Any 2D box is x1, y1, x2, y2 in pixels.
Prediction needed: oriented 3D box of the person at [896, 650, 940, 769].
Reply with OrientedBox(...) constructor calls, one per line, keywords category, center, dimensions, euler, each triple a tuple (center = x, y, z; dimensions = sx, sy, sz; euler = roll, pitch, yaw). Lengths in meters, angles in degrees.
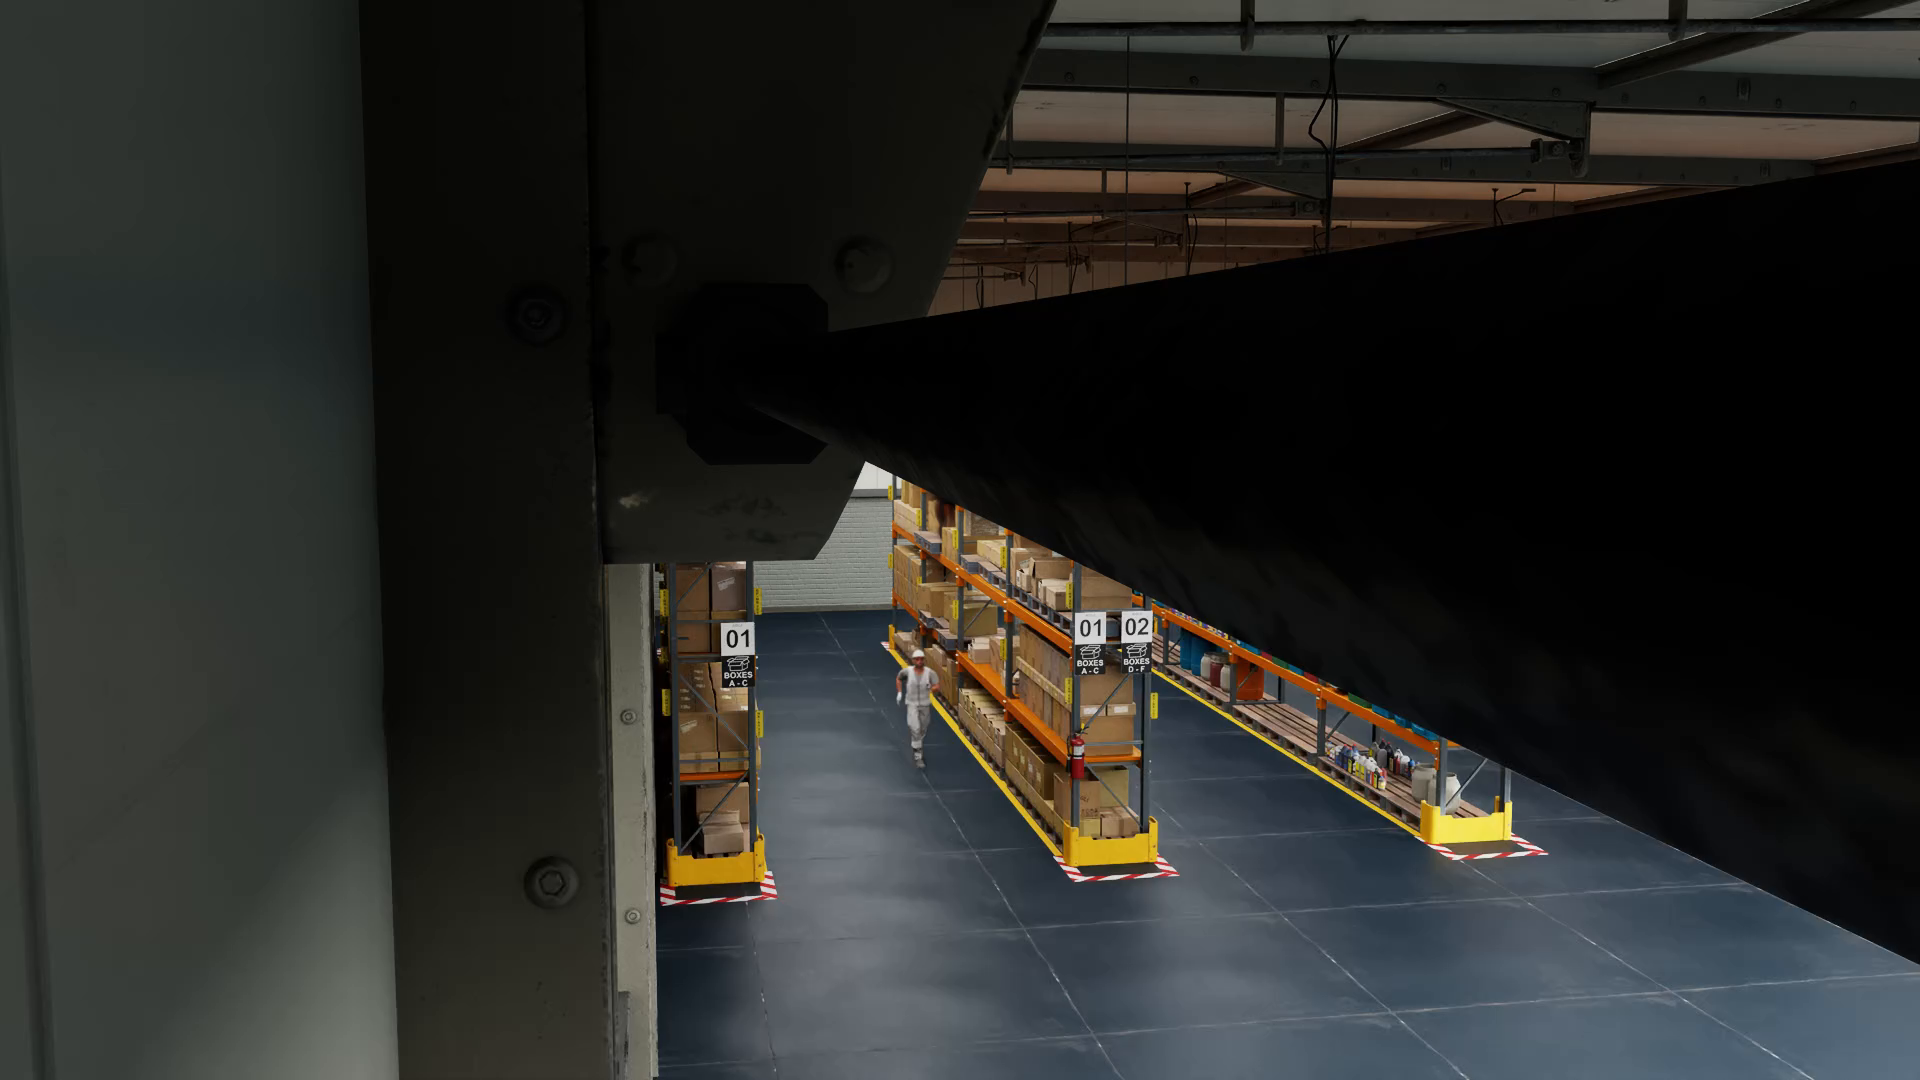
OrientedBox(category="person", center=(-0.651, 2.595, 26.026), dimensions=(0.660, 1.791, 0.983), euler=(-1, 6, -11))
